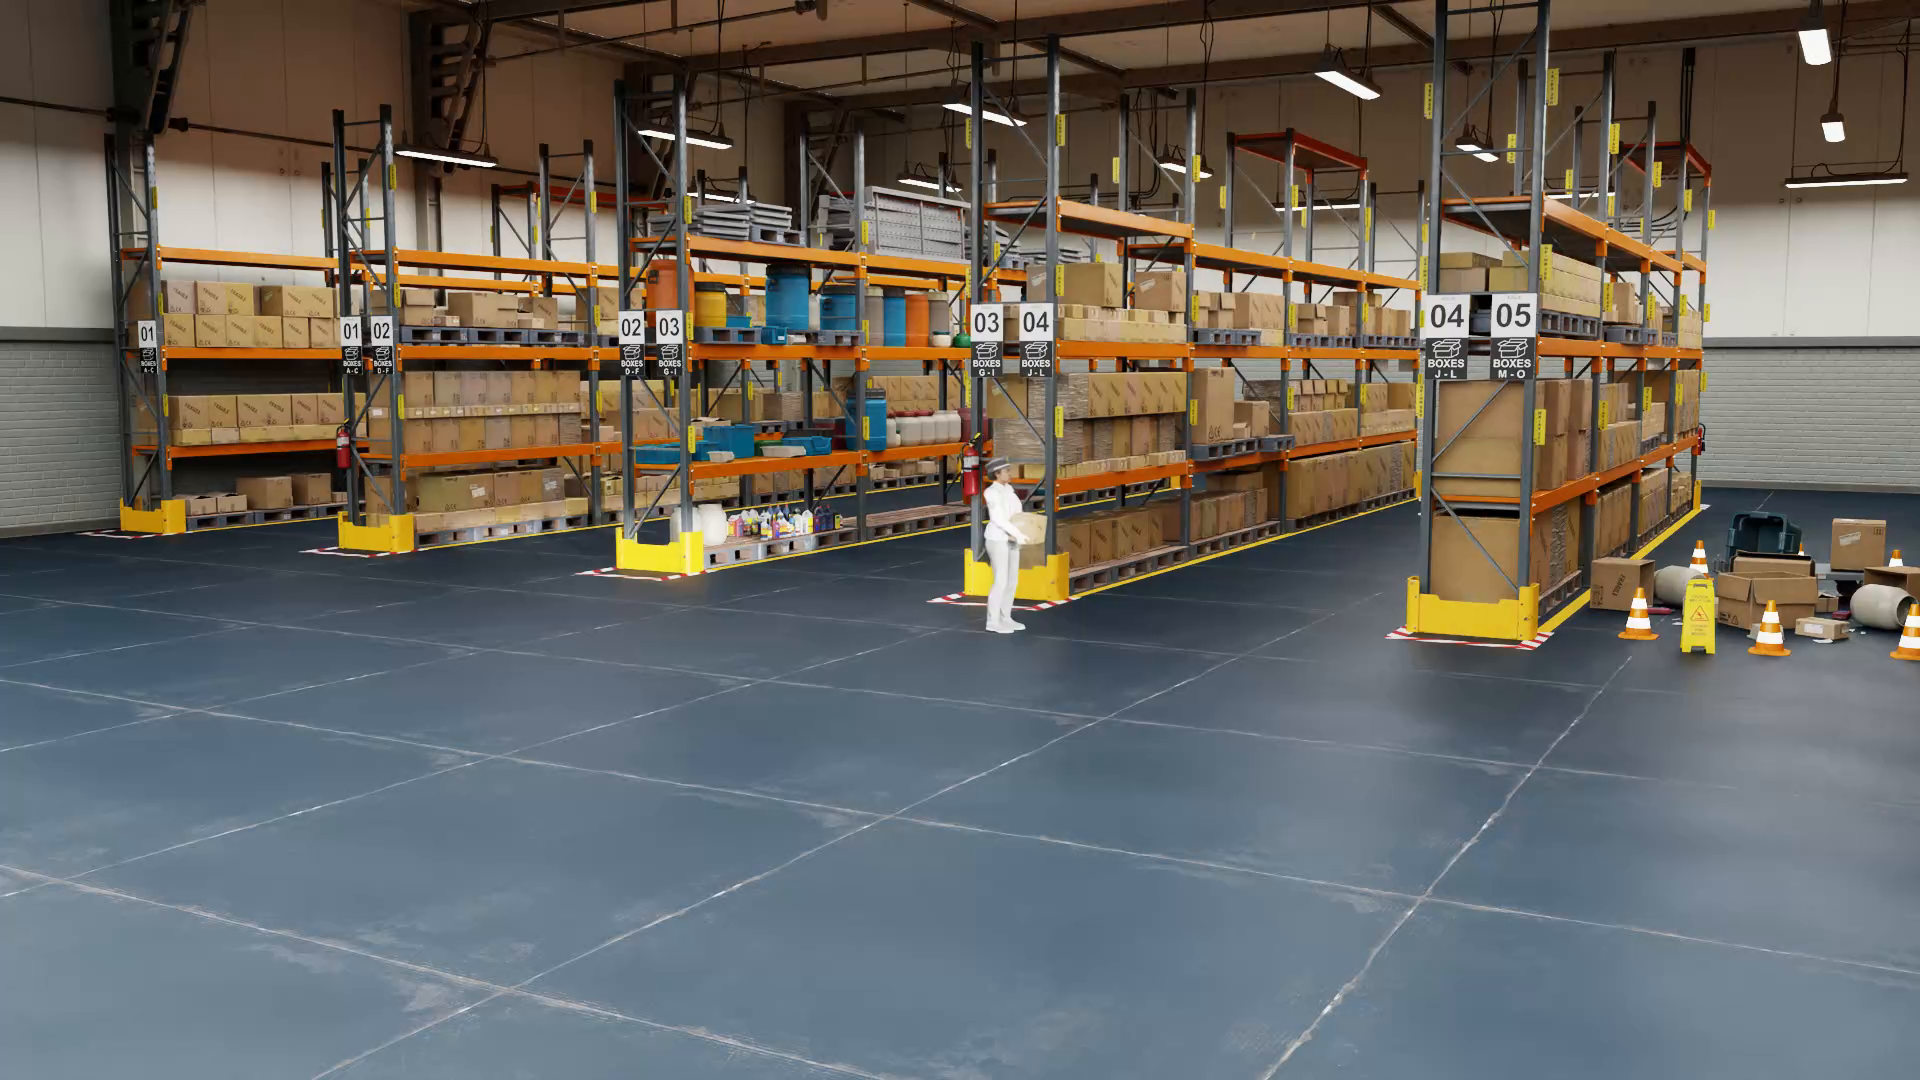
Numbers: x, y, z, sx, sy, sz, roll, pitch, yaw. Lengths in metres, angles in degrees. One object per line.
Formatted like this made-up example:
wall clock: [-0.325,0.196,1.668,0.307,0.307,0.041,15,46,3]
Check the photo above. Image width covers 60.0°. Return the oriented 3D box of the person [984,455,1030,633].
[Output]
person: [0.483,0.037,15.918,0.547,1.689,0.459,3,7,29]
